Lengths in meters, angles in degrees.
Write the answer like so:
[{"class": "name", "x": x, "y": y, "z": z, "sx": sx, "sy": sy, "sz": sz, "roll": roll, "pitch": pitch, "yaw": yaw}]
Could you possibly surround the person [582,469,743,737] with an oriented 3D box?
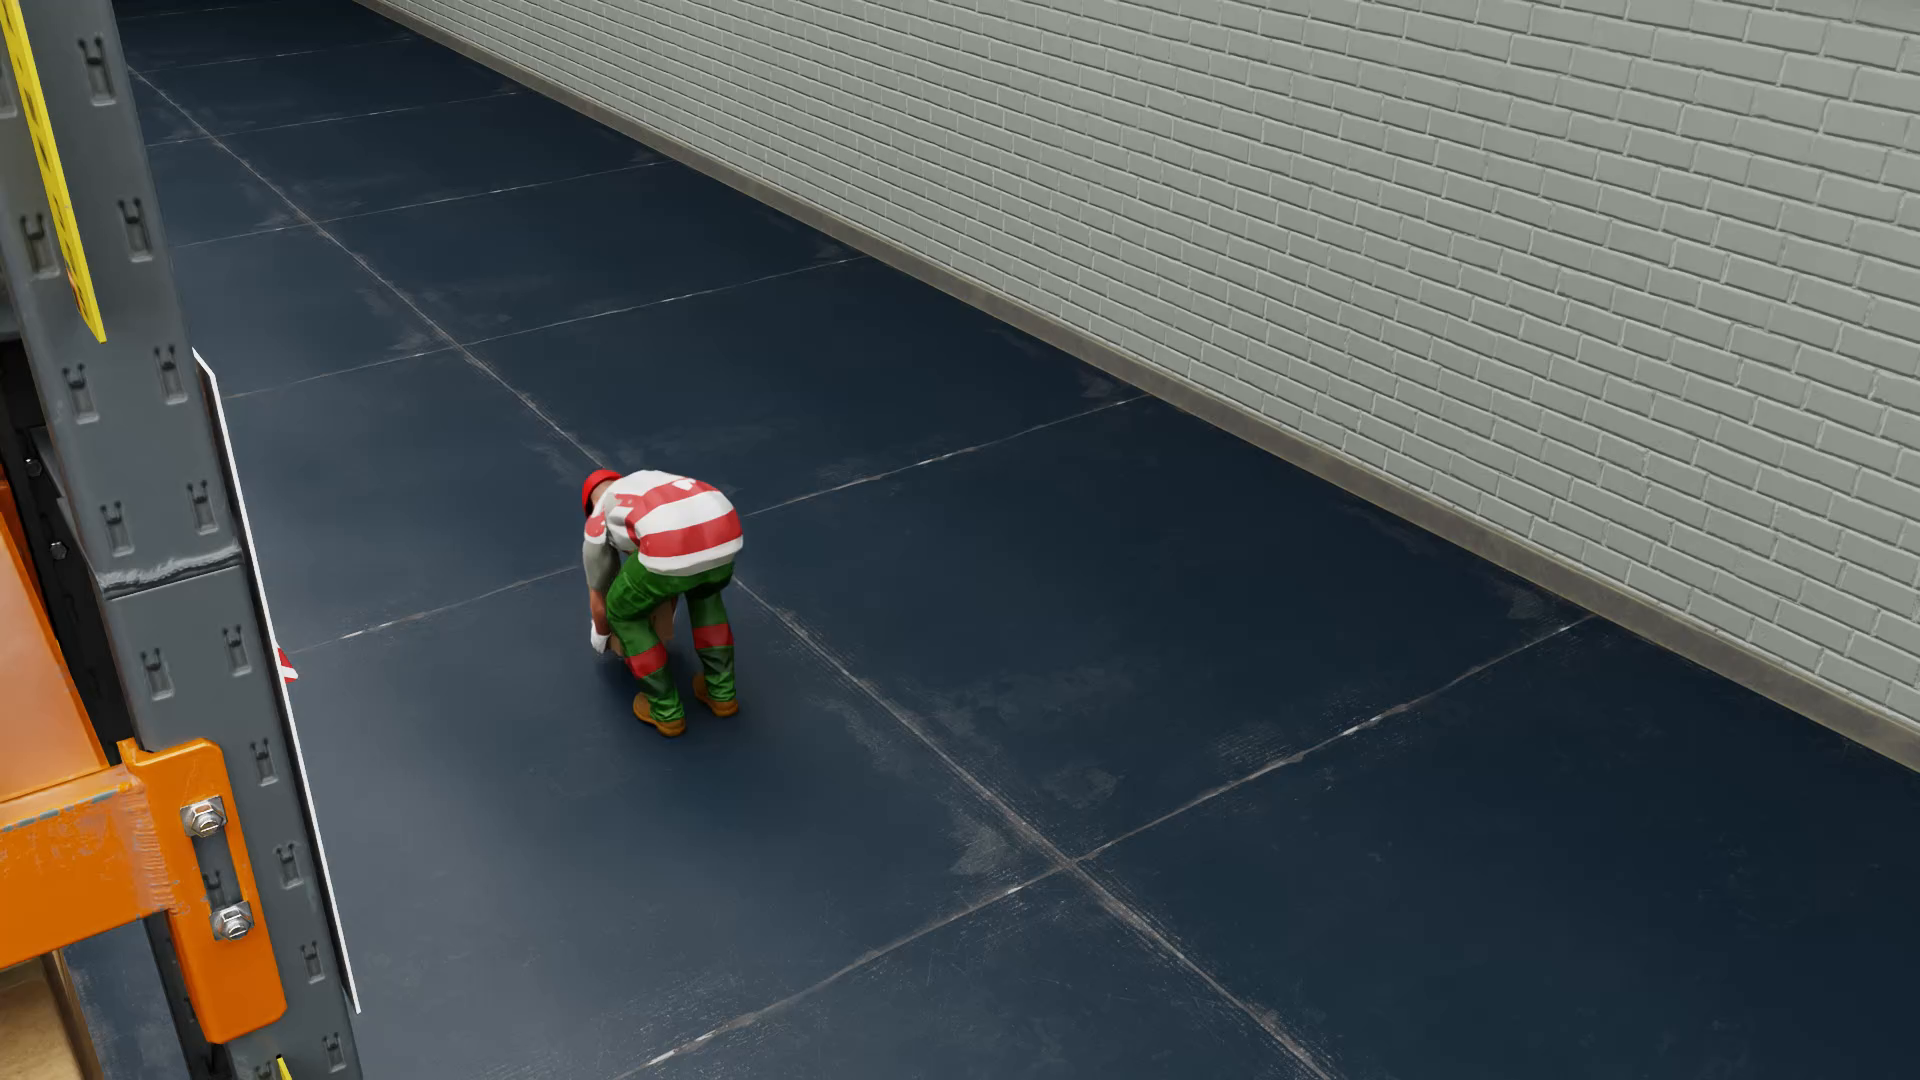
[{"class": "person", "x": -1.211, "y": 0.167, "z": 6.589, "sx": 0.524, "sy": 1.023, "sz": 0.954, "roll": -20, "pitch": 34, "yaw": -33}]
